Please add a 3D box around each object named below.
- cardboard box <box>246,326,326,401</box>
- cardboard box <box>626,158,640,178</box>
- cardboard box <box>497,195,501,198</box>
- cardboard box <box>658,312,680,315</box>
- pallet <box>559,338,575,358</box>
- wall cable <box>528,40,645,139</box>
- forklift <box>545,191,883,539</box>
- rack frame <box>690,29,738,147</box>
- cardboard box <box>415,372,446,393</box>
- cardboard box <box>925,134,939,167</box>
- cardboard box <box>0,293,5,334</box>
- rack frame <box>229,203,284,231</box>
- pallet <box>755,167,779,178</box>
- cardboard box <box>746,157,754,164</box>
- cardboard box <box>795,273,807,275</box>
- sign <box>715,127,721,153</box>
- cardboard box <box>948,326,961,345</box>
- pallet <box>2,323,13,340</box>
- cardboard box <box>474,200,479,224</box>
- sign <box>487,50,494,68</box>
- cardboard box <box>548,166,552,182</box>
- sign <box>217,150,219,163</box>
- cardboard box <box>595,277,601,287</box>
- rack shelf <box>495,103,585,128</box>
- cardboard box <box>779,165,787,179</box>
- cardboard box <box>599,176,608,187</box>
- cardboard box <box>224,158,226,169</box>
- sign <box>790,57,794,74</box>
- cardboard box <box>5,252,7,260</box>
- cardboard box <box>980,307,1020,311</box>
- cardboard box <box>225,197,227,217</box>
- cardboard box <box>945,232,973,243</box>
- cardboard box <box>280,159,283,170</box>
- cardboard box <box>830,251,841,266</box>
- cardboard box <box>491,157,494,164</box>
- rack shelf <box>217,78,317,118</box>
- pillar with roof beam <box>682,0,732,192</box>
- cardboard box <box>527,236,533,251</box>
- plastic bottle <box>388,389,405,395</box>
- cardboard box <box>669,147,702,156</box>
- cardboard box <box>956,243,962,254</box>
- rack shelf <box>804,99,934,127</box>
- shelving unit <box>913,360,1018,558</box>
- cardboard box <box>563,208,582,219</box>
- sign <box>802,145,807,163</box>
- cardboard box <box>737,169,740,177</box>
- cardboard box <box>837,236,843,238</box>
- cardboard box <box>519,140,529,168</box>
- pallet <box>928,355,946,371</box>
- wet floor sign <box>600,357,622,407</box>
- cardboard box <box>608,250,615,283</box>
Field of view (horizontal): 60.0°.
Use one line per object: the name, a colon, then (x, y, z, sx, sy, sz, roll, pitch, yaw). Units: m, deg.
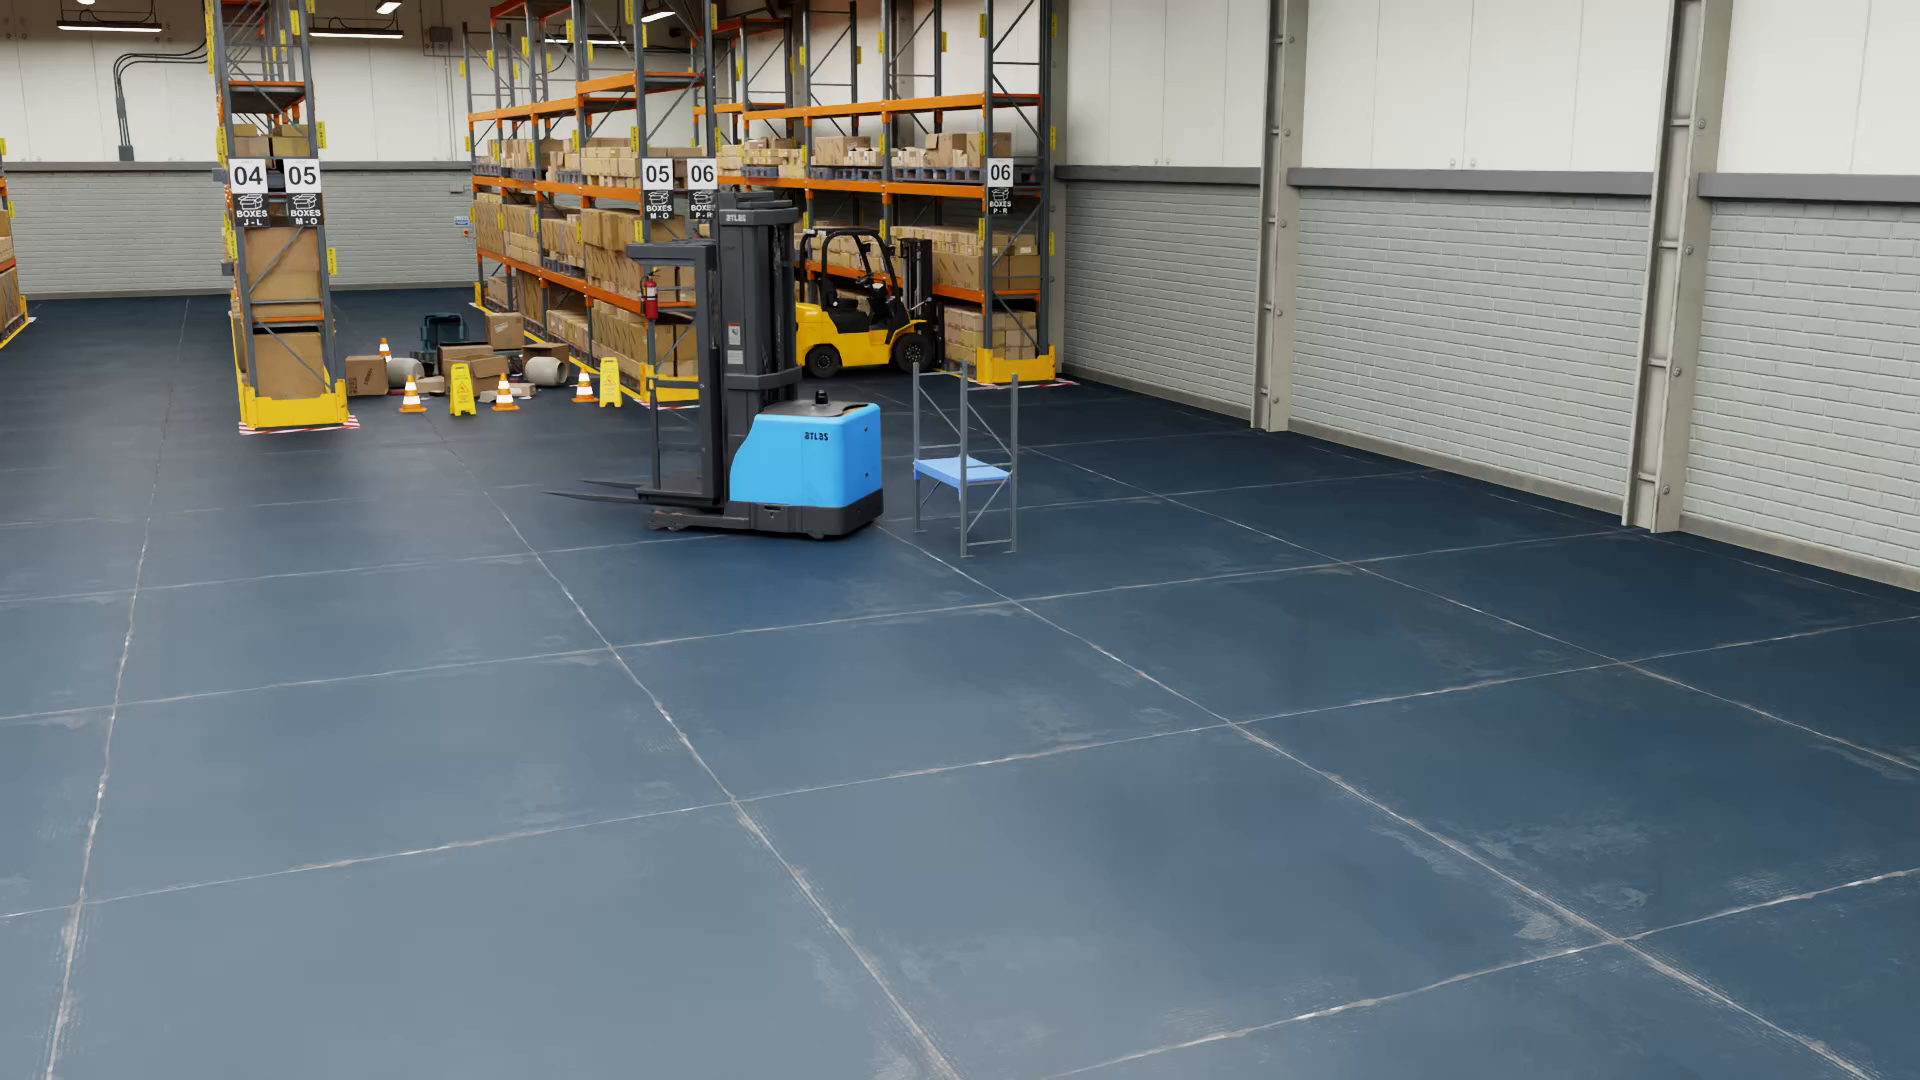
cardboard box: (-8.553, -2.217, 21.075, 0.875, 0.875, 0.875, -6, 14, -23)
cardboard box: (-4.178, -4.996, 22.322, 0.500, 0.250, 0.500, -6, 14, -24)
cardboard box: (-9.163, -6.914, 33.714, 0.380, 0.149, 0.250, -6, 14, -23)
cardboard box: (-4.434, -3.129, 24.743, 0.500, 0.500, 0.500, -5, 14, -20)
pallet: (-6.134, -3.262, 27.996, 1.003, 0.211, 1.213, -6, 14, -23)
wall cable: (-9.414, -11.089, 42.240, 2.988, 3.039, 0.133, -6, 14, -23)
forklift: (-2.272, -1.612, 14.834, 3.031, 2.935, 1.130, 4, 14, 18)
rack frame: (-5.588, -10.058, 37.872, 1.000, 3.000, 0.127, -6, 14, -23)
cardboard box: (-7.447, -2.219, 23.367, 0.396, 0.266, 0.258, -3, 13, -13)
cardboard box: (-0.098, -6.009, 25.648, 0.797, 0.503, 0.637, -5, 14, -21)
cardboard box: (-17.338, -4.004, 28.799, 1.225, 0.875, 0.875, -6, 14, -23)
rack frame: (-11.425, -4.566, 27.445, 1.000, 3.000, 0.127, -6, 14, -23)
pallet: (-3.371, -7.324, 33.127, 1.213, 0.211, 1.003, -6, 14, -23)
cardboard box: (-4.159, -7.747, 33.943, 0.380, 0.149, 0.250, -5, 14, -22)
cardboard box: (-3.232, -5.408, 34.259, 0.380, 0.149, 0.250, -6, 14, -26)
sign: (-3.229, -5.317, 22.101, 0.100, 0.325, 0.005, -6, 14, -23)
cardboard box: (0.148, -3.116, 25.237, 0.500, 0.250, 0.500, -6, 14, -24)
pallet: (-17.846, -3.771, 30.194, 1.003, 0.211, 1.213, -6, 14, -23)
cardboard box: (-10.204, -7.098, 35.945, 0.500, 0.500, 0.500, -6, 14, -24)
sign: (-9.051, -9.270, 32.043, 0.100, 0.325, 0.005, -6, 14, -23)
cardboard box: (-6.858, -6.296, 28.568, 0.396, 0.266, 0.258, -6, 14, -23)
sign: (-13.522, -7.055, 30.400, 0.100, 0.325, 0.005, -6, 14, -23)
cardboard box: (-5.347, -3.943, 25.313, 0.380, 0.149, 0.250, -5, 14, -21)
rack shelf: (-7.731, -7.824, 30.702, 1.077, 0.370, 4.000, -6, 14, -23)
cardboard box: (-3.214, -7.162, 32.344, 0.500, 0.250, 0.500, -6, 14, -23)
cardboard box: (-4.992, -5.186, 24.027, 0.380, 0.149, 0.250, -6, 14, -24)
cardboard box: (-9.579, -5.016, 22.141, 0.380, 0.149, 0.250, -6, 14, -24)
sign: (-3.480, -9.816, 34.400, 0.100, 0.325, 0.005, -6, 14, -23)
cardboard box: (-18.256, -5.361, 31.437, 0.380, 0.149, 0.250, -6, 14, -23)
cardboard box: (0.598, -3.401, 25.363, 0.500, 0.250, 0.500, -6, 14, -23)
cardboard box: (-14.090, -6.465, 32.550, 0.500, 0.500, 0.500, -6, 14, -25)
cardboard box: (-0.010, -4.596, 25.257, 0.380, 0.149, 0.250, -5, 14, -22)
cardboard box: (-8.570, -4.866, 21.493, 0.380, 0.149, 0.250, -6, 14, -23)
cardboard box: (-2.020, -5.086, 30.025, 0.500, 0.250, 0.500, -6, 14, -25)
cardboard box: (-9.188, -7.610, 33.350, 0.380, 0.149, 0.250, -5, 14, -22)
rack shelf: (-9.022, -5.704, 21.539, 1.077, 0.370, 4.000, -6, 14, -23)
pillar with roof beam: (-9.787, -10.308, 38.951, 9.100, 9.000, 0.548, -6, 14, -23)
cardboard box: (-7.566, -5.387, 30.217, 0.500, 0.250, 0.500, -6, 14, -24)
plastic bottle: (-7.798, -2.064, 23.154, 0.283, 0.061, 0.133, -12, 18, -42)
cardboard box: (-3.681, -5.200, 22.323, 0.380, 0.149, 0.250, -6, 14, -23)
cardboard box: (0.159, -4.403, 25.079, 0.380, 0.149, 0.250, -6, 14, -23)
rack shelf: (-1.583, -7.447, 29.072, 1.077, 0.370, 4.000, -6, 14, -23)
shelving unit: (0.034, -0.713, 14.125, 0.538, 1.500, 1.048, -6, 14, -23)
cardboard box: (-6.904, -5.694, 29.879, 0.500, 0.500, 0.500, -6, 14, -25)
sign: (-2.882, -7.148, 30.801, 0.100, 0.325, 0.005, -6, 14, -23)
cardboard box: (-4.496, -7.747, 35.094, 0.380, 0.149, 0.250, -6, 14, -23)
cardboard box: (-1.999, -5.489, 29.775, 0.380, 0.149, 0.250, -5, 14, -22)
cardboard box: (-7.501, -6.936, 29.880, 0.700, 0.500, 0.500, -6, 15, -26)
pallet: (-0.009, -2.877, 26.334, 1.003, 0.211, 1.213, -6, 14, -23)
wet floor sign: (-4.630, -2.098, 22.004, 0.267, 0.644, 0.232, -1, 13, -4)
cardboard box: (-4.775, -3.976, 24.014, 0.500, 0.500, 0.500, -5, 14, -22)
